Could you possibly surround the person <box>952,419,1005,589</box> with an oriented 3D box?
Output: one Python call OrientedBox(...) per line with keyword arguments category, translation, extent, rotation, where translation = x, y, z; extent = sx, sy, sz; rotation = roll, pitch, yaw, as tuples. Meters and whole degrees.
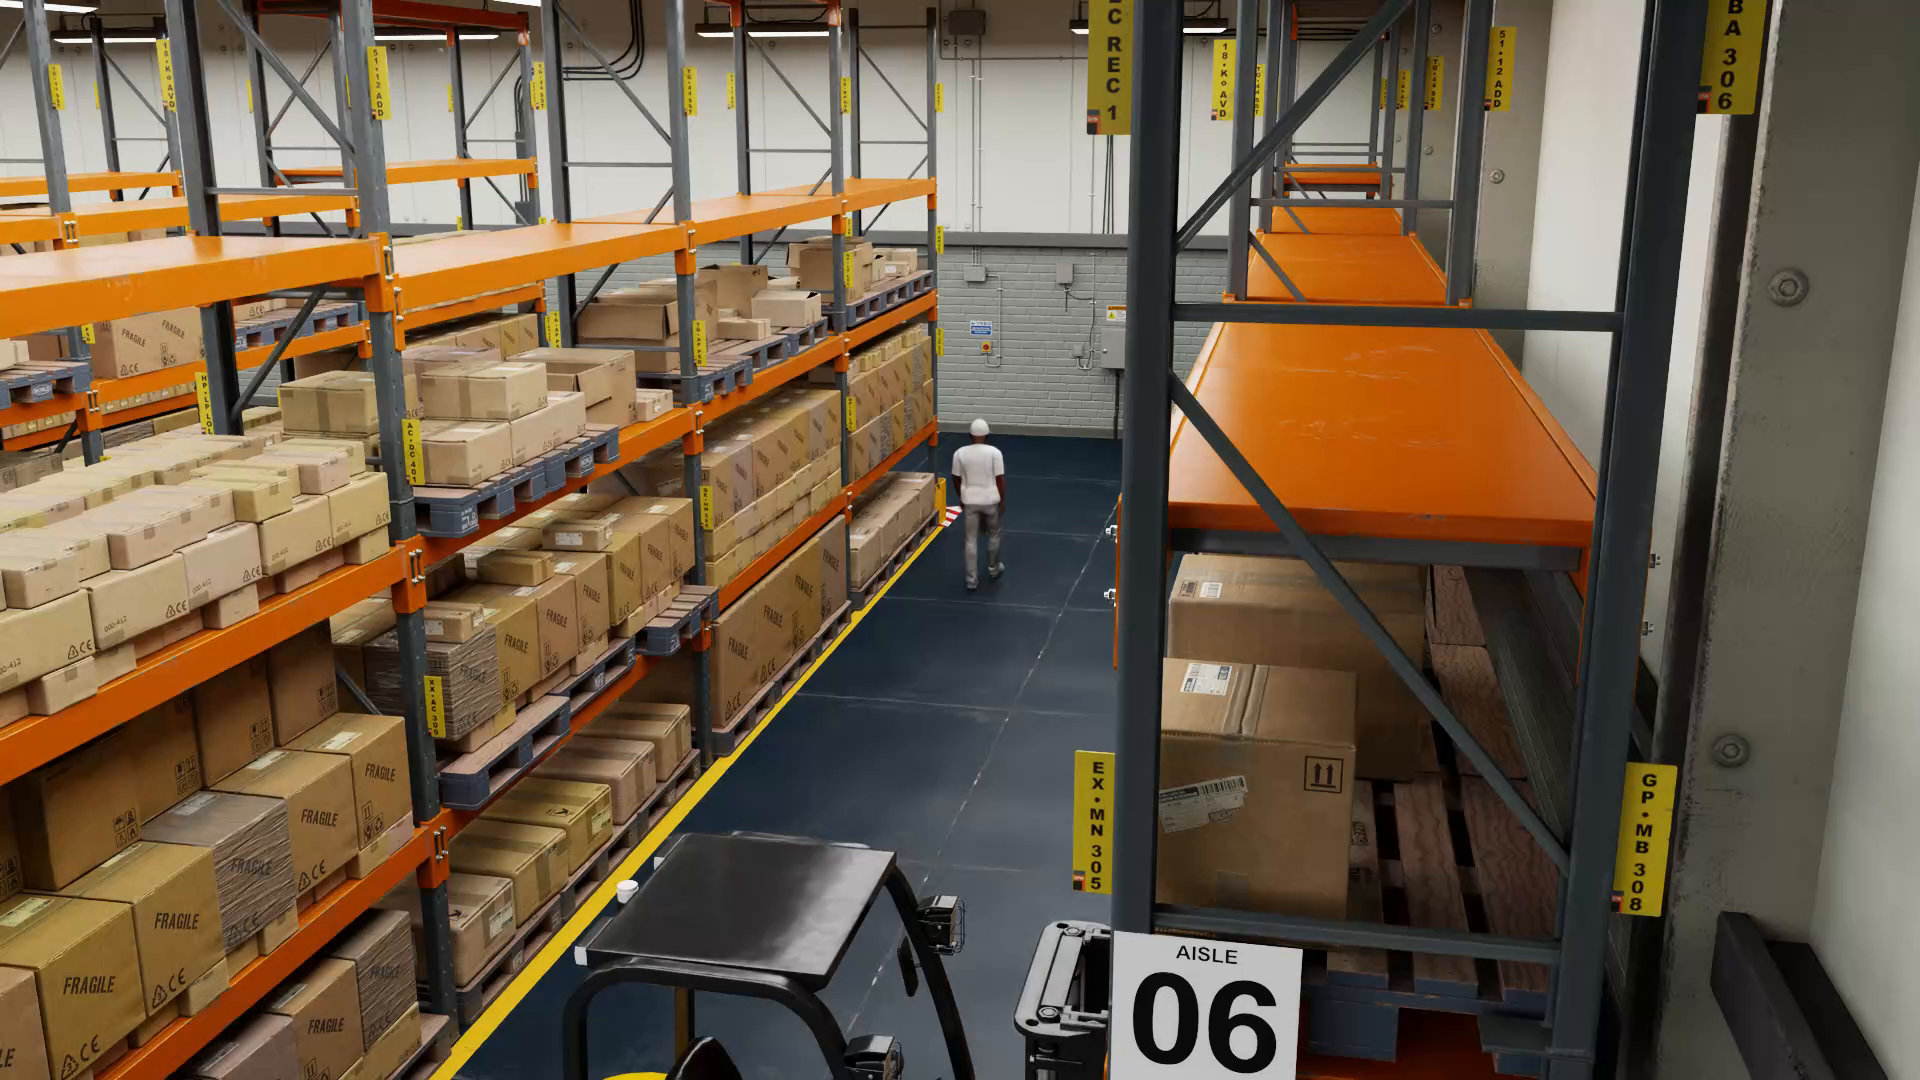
OrientedBox(category="person", translation=(0.208, -0.424, 17.563), extent=(0.572, 1.740, 0.834), rotation=(2, 15, 9))
